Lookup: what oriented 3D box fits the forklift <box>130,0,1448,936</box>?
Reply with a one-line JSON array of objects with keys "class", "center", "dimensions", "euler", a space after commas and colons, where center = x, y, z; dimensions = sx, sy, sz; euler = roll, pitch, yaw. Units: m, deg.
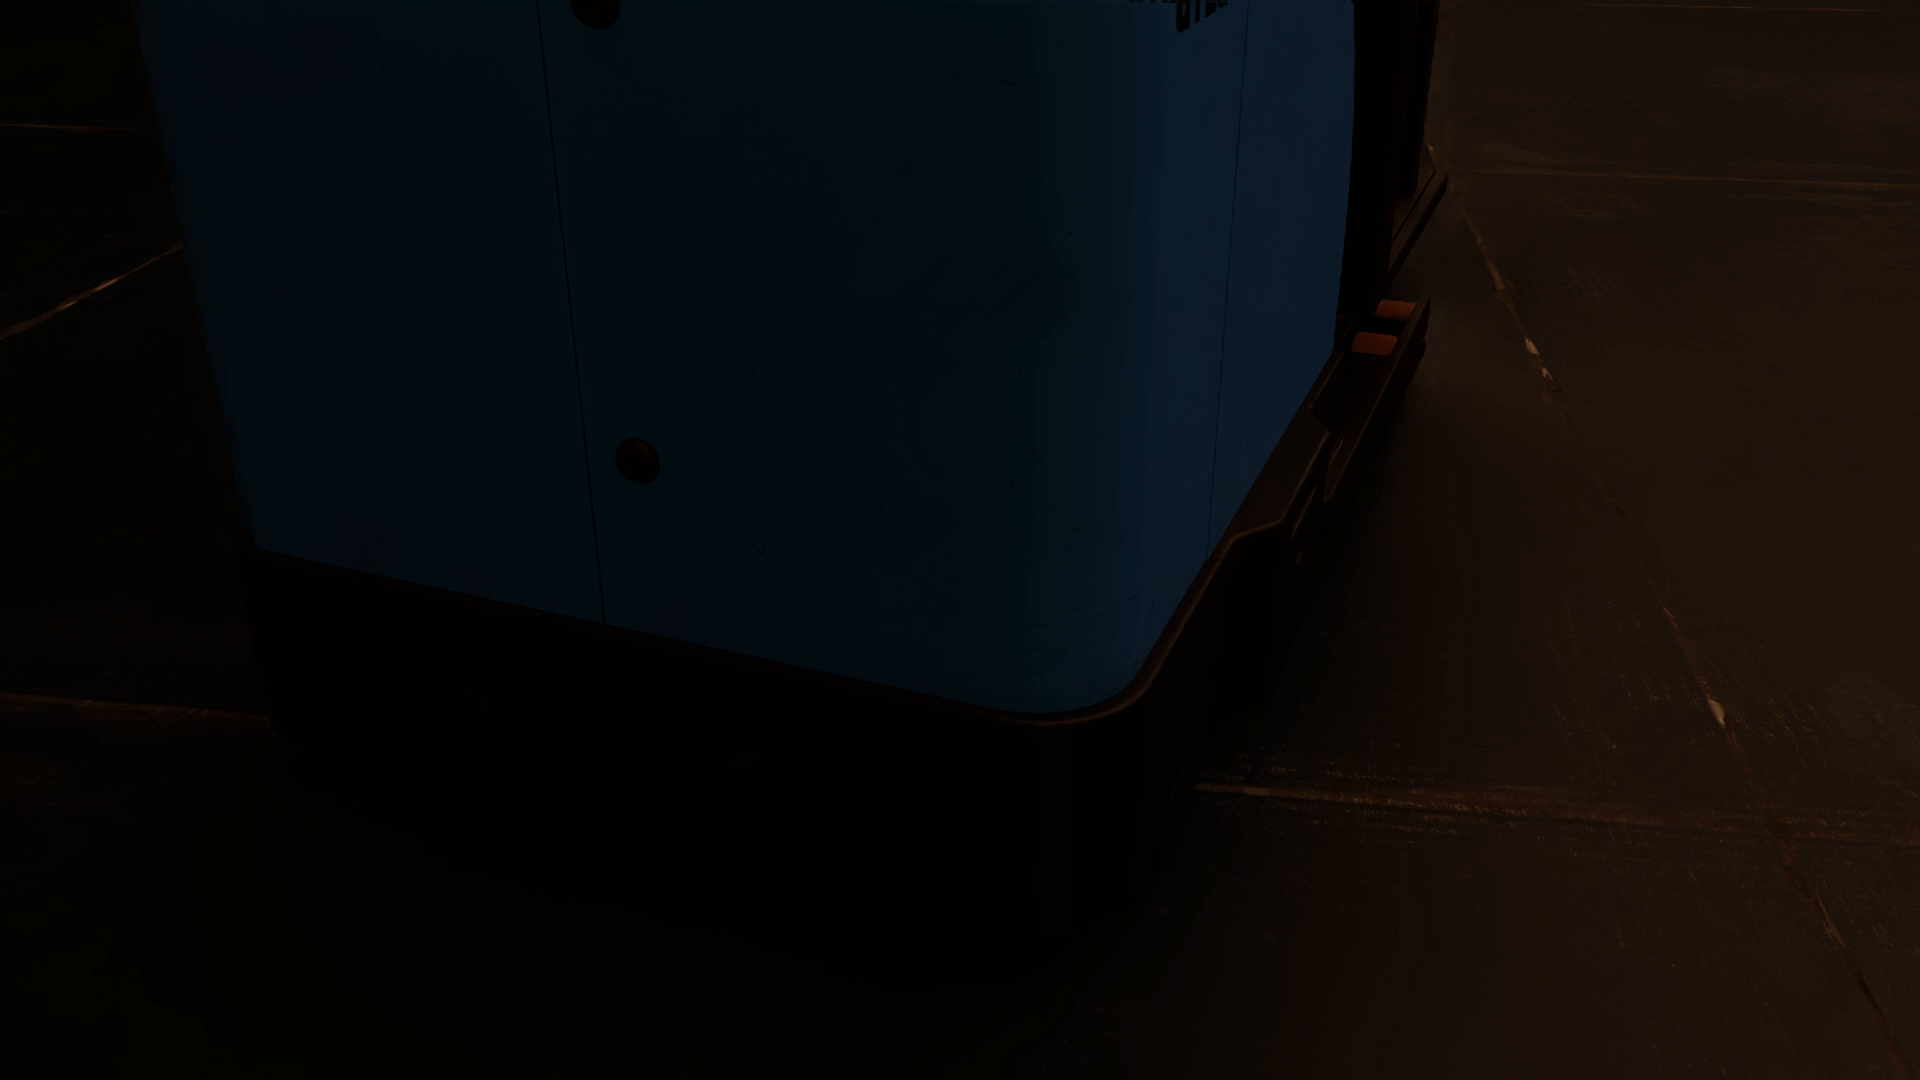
[{"class": "forklift", "center": [0.219, -1.569, 2.362], "dimensions": [1.130, 2.935, 3.031], "euler": [10, 28, 20]}]
